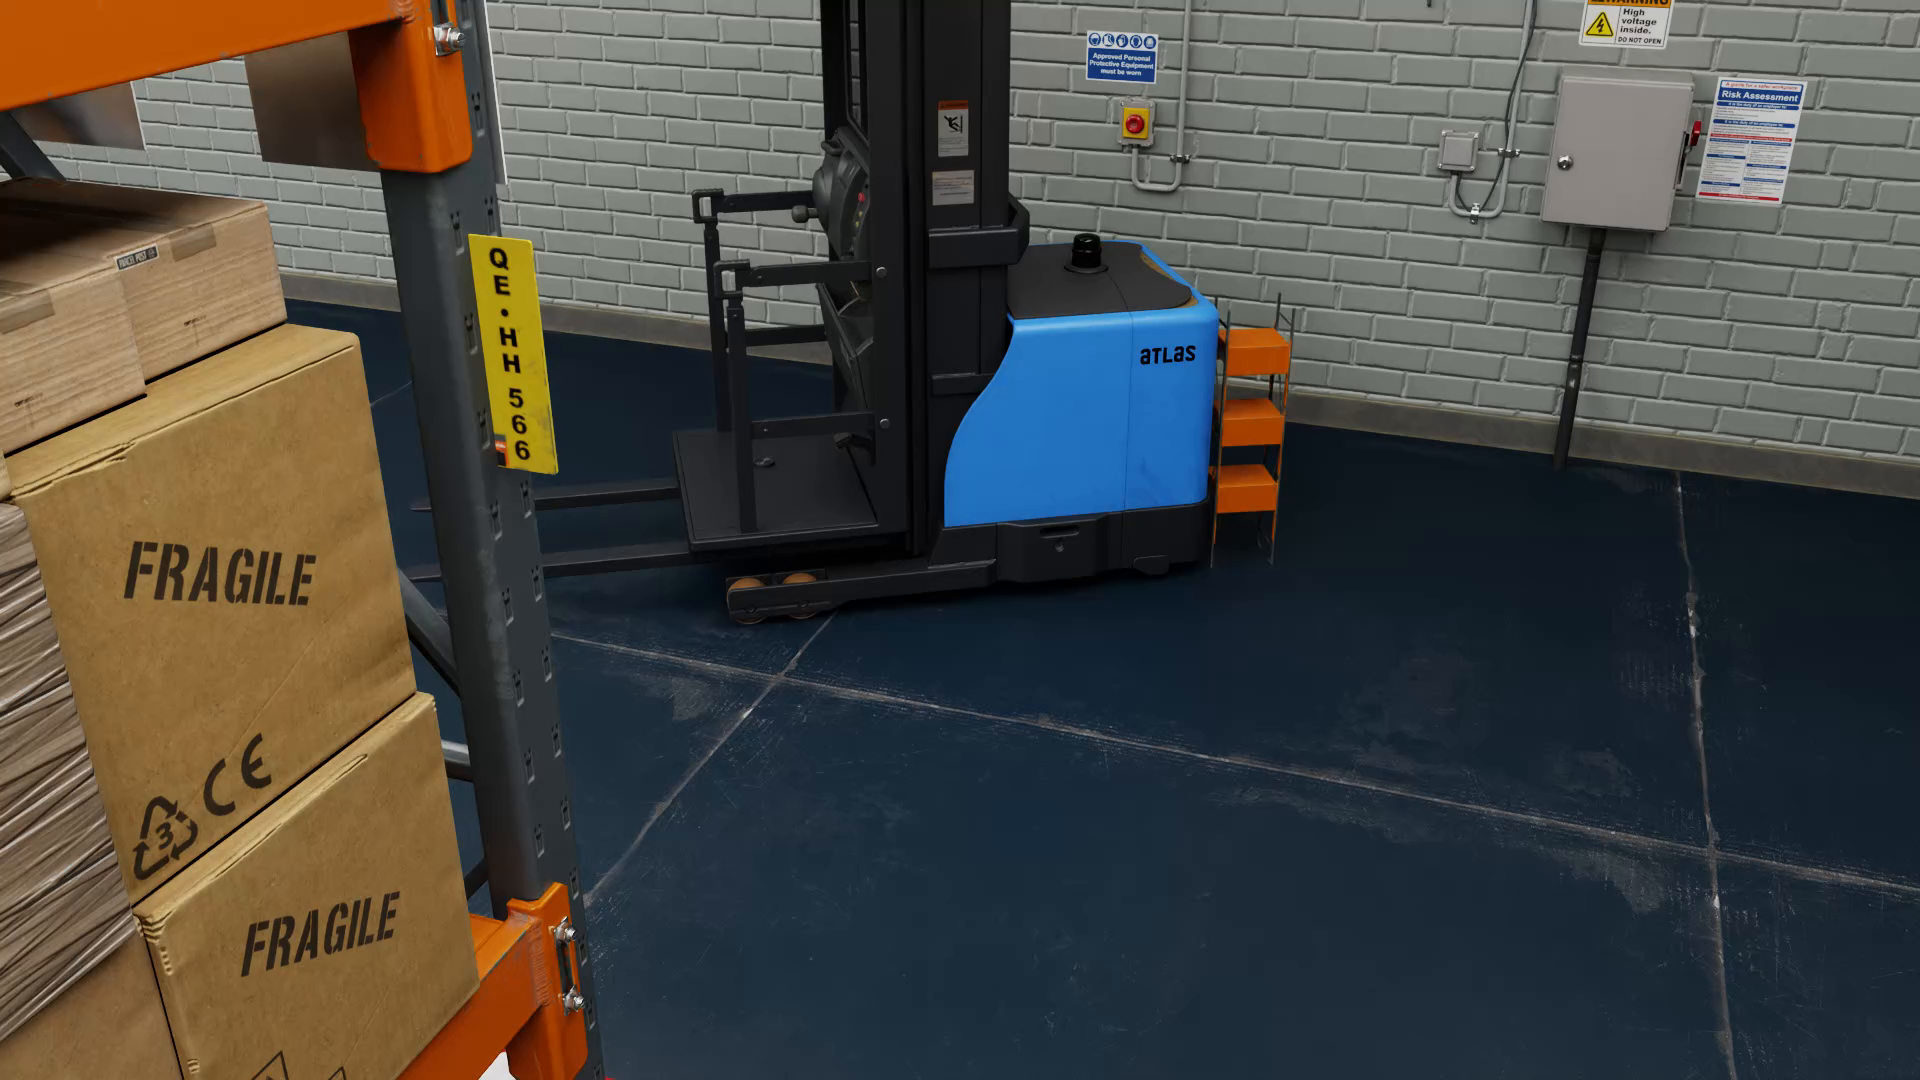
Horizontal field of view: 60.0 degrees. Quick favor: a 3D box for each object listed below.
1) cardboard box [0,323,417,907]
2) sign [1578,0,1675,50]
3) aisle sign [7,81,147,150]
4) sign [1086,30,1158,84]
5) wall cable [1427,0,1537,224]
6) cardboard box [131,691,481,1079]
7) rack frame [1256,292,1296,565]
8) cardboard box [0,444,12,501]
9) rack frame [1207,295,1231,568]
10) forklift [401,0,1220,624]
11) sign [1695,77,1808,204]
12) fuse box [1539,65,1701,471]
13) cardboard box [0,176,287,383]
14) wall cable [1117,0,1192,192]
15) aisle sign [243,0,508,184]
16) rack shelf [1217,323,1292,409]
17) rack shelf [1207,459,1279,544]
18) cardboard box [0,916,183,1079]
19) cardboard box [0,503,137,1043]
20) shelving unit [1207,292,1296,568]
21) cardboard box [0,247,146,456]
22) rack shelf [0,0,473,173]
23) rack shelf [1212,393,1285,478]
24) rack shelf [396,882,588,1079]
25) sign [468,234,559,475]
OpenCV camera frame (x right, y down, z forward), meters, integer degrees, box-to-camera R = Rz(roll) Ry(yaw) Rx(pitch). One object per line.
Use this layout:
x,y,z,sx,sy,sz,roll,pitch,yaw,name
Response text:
-1.038,0.038,1.967,0.500,0.500,0.500,10,27,19,cardboard box
2.702,-2.120,6.739,0.339,0.242,0.001,9,27,17,sign
-1.351,-0.941,2.268,0.394,0.787,0.004,9,27,17,aisle sign
0.727,-2.174,7.487,0.327,0.218,0.001,9,27,17,sign
2.094,-2.276,6.843,0.588,1.984,0.122,9,27,17,wall cable
-1.013,0.492,2.176,0.500,0.500,0.500,9,27,18,cardboard box
1.215,-0.418,6.409,0.008,1.050,0.200,-3,26,-6,rack frame
-1.101,-0.084,1.474,0.380,0.149,0.250,8,27,17,cardboard box
0.973,-0.405,6.382,0.008,1.050,0.200,-3,26,-6,rack frame
-0.608,-1.261,5.992,3.031,2.935,1.130,-5,26,-11,forklift
3.220,-1.626,6.775,0.329,0.494,0.001,9,27,17,sign
2.685,-1.075,7.008,0.539,1.711,0.414,9,27,17,fuse box
-1.032,-0.310,1.941,0.380,0.149,0.250,9,27,18,cardboard box
0.752,-2.491,7.252,0.585,1.953,0.123,9,27,17,wall cable
-0.786,-0.854,2.089,0.394,0.787,0.004,9,27,17,aisle sign
1.094,-0.657,6.276,0.240,0.259,0.215,-3,26,-6,rack shelf
1.094,-0.152,6.521,0.240,0.259,0.215,-3,26,-6,rack shelf
-1.194,0.696,1.755,0.500,0.500,0.500,8,27,16,cardboard box
-1.184,0.257,1.514,0.500,0.500,0.500,9,27,18,cardboard box
1.094,-0.412,6.395,0.252,1.050,0.215,-3,26,-6,shelving unit
-1.094,-0.202,1.719,0.380,0.149,0.250,9,27,18,cardboard box
-1.767,0.096,0.492,1.077,0.370,4.000,9,27,17,rack shelf
1.094,-0.402,6.400,0.240,0.259,0.215,-3,26,-6,rack shelf
-1.767,1.446,1.146,1.077,0.370,4.000,9,27,17,rack shelf
-0.595,-0.243,2.209,0.100,0.325,0.005,9,27,17,sign
